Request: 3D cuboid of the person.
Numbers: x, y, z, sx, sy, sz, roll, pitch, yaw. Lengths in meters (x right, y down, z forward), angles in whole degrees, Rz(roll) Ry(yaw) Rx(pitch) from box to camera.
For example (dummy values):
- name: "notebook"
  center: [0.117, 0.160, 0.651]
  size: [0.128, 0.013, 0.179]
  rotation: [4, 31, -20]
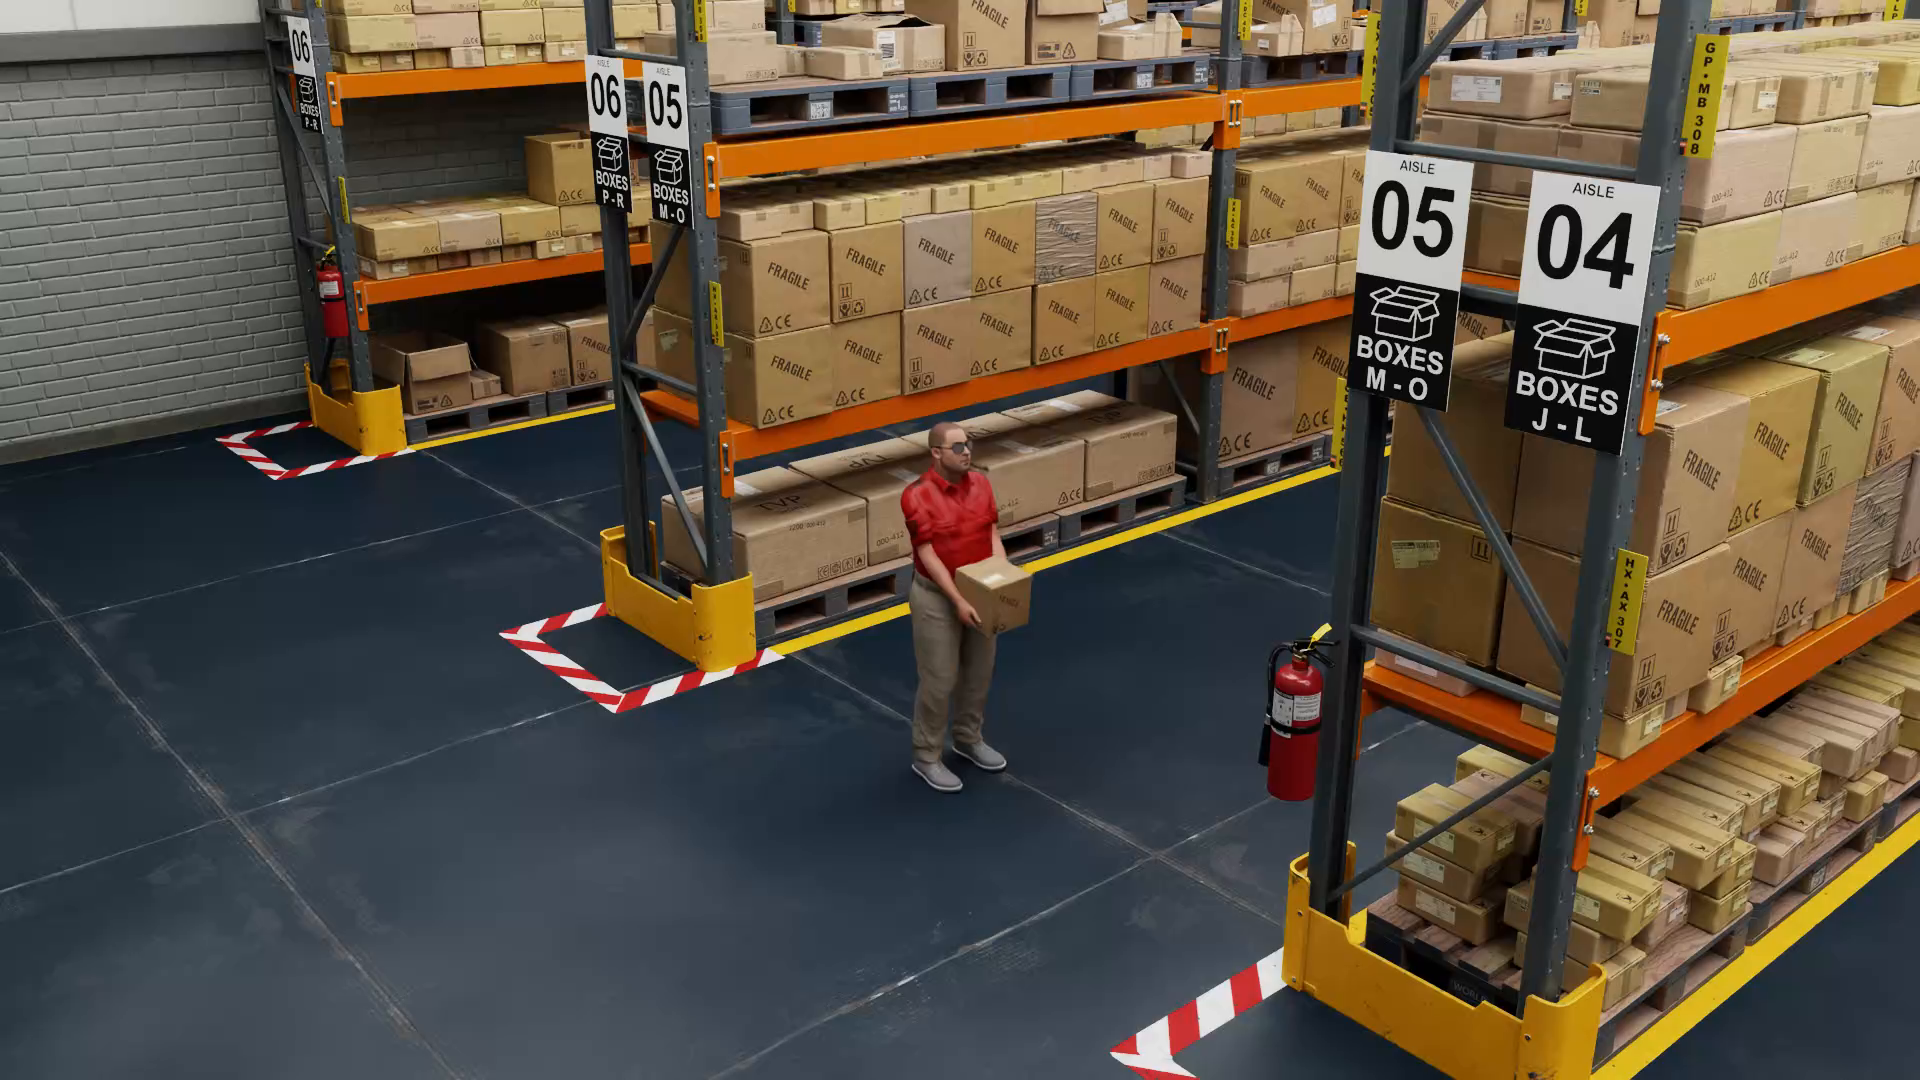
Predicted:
- name: "person"
  center: [0.029, 0.313, 7.779]
  size: [0.512, 1.726, 0.521]
  rotation: [-17, 27, -38]
